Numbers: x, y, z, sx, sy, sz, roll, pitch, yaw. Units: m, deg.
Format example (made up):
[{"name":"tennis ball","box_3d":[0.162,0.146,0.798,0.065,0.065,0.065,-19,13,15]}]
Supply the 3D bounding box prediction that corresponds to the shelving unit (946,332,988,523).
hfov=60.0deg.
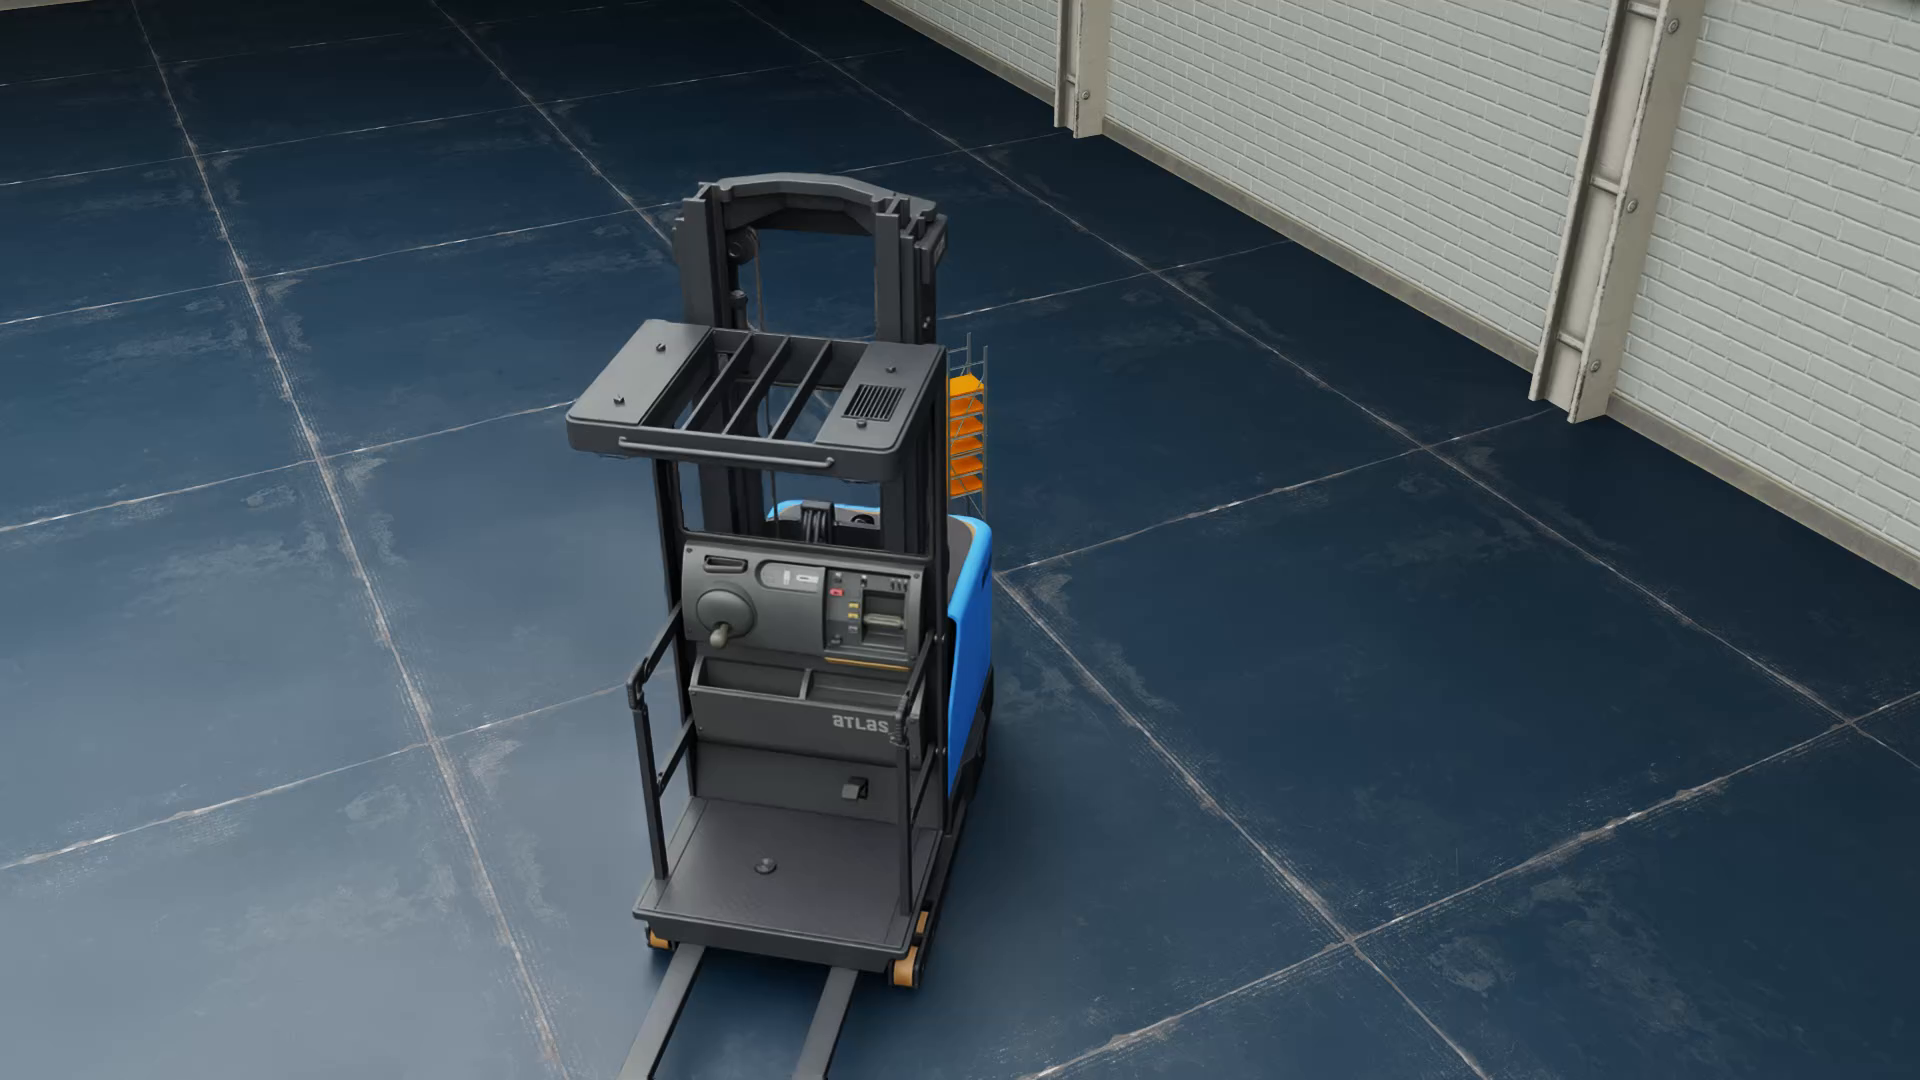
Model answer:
[{"name":"shelving unit","box_3d":[-0.007,-0.512,8.956,0.258,1.200,0.189,-16,36,-23]}]

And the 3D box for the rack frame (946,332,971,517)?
[{"name":"rack frame","box_3d":[-0.049,-0.556,9.024,0.240,1.200,0.006,-16,36,-23]}]

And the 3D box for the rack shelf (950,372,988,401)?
[{"name":"rack shelf","box_3d":[-0.007,-0.778,8.786,0.258,0.103,0.180,-16,36,-23]}]

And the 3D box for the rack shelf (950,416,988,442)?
[{"name":"rack shelf","box_3d":[-0.007,-0.576,8.915,0.258,0.103,0.180,-16,36,-23]}]

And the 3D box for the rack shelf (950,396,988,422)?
[{"name":"rack shelf","box_3d":[-0.007,-0.677,8.850,0.258,0.103,0.180,-16,36,-23]}]

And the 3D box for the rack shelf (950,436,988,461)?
[{"name":"rack shelf","box_3d":[-0.007,-0.475,8.980,0.258,0.103,0.180,-16,36,-23]}]

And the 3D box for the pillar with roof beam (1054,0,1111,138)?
[{"name":"pillar with roof beam","box_3d":[-2.726,-6.430,10.963,9.100,9.000,0.400,-16,36,-23]}]

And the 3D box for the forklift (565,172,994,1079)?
[{"name":"forklift","box_3d":[-0.638,0.300,6.084,1.130,2.935,3.031,6,33,10]}]

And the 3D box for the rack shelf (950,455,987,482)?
[{"name":"rack shelf","box_3d":[-0.007,-0.374,9.044,0.258,0.103,0.180,-16,36,-23]}]

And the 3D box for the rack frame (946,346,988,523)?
[{"name":"rack frame","box_3d":[0.036,-0.468,8.888,0.240,1.200,0.006,-16,36,-23]}]

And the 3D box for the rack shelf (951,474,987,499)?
[{"name":"rack shelf","box_3d":[-0.007,-0.273,9.109,0.258,0.103,0.180,-16,36,-23]}]

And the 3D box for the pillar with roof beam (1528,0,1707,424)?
[{"name":"pillar with roof beam","box_3d":[0.071,-3.566,6.494,9.100,9.000,0.400,-16,36,-23]}]
